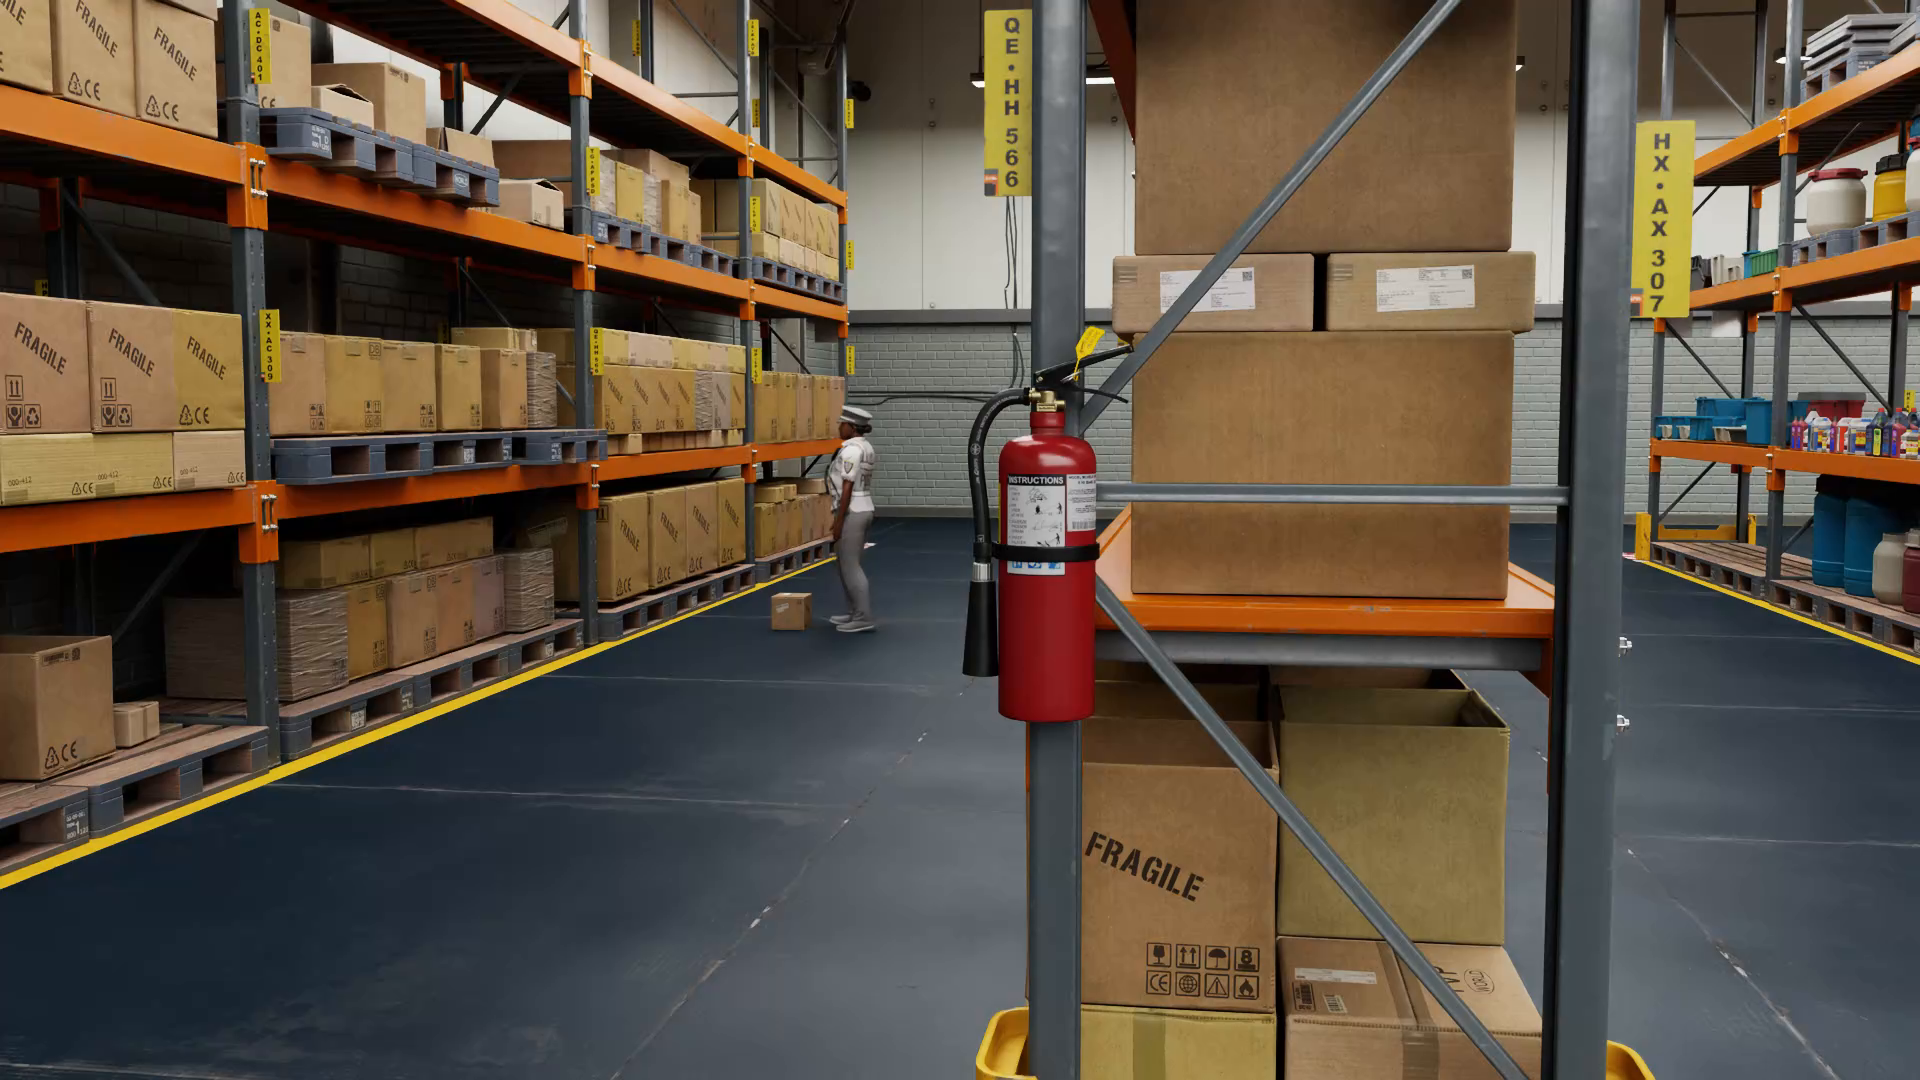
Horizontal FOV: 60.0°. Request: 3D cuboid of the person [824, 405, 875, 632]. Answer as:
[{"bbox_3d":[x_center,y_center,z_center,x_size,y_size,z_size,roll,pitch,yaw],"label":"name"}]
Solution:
[{"bbox_3d":[-0.817,-0.161,12.377,0.396,1.685,0.438,1,5,10],"label":"person"}]
